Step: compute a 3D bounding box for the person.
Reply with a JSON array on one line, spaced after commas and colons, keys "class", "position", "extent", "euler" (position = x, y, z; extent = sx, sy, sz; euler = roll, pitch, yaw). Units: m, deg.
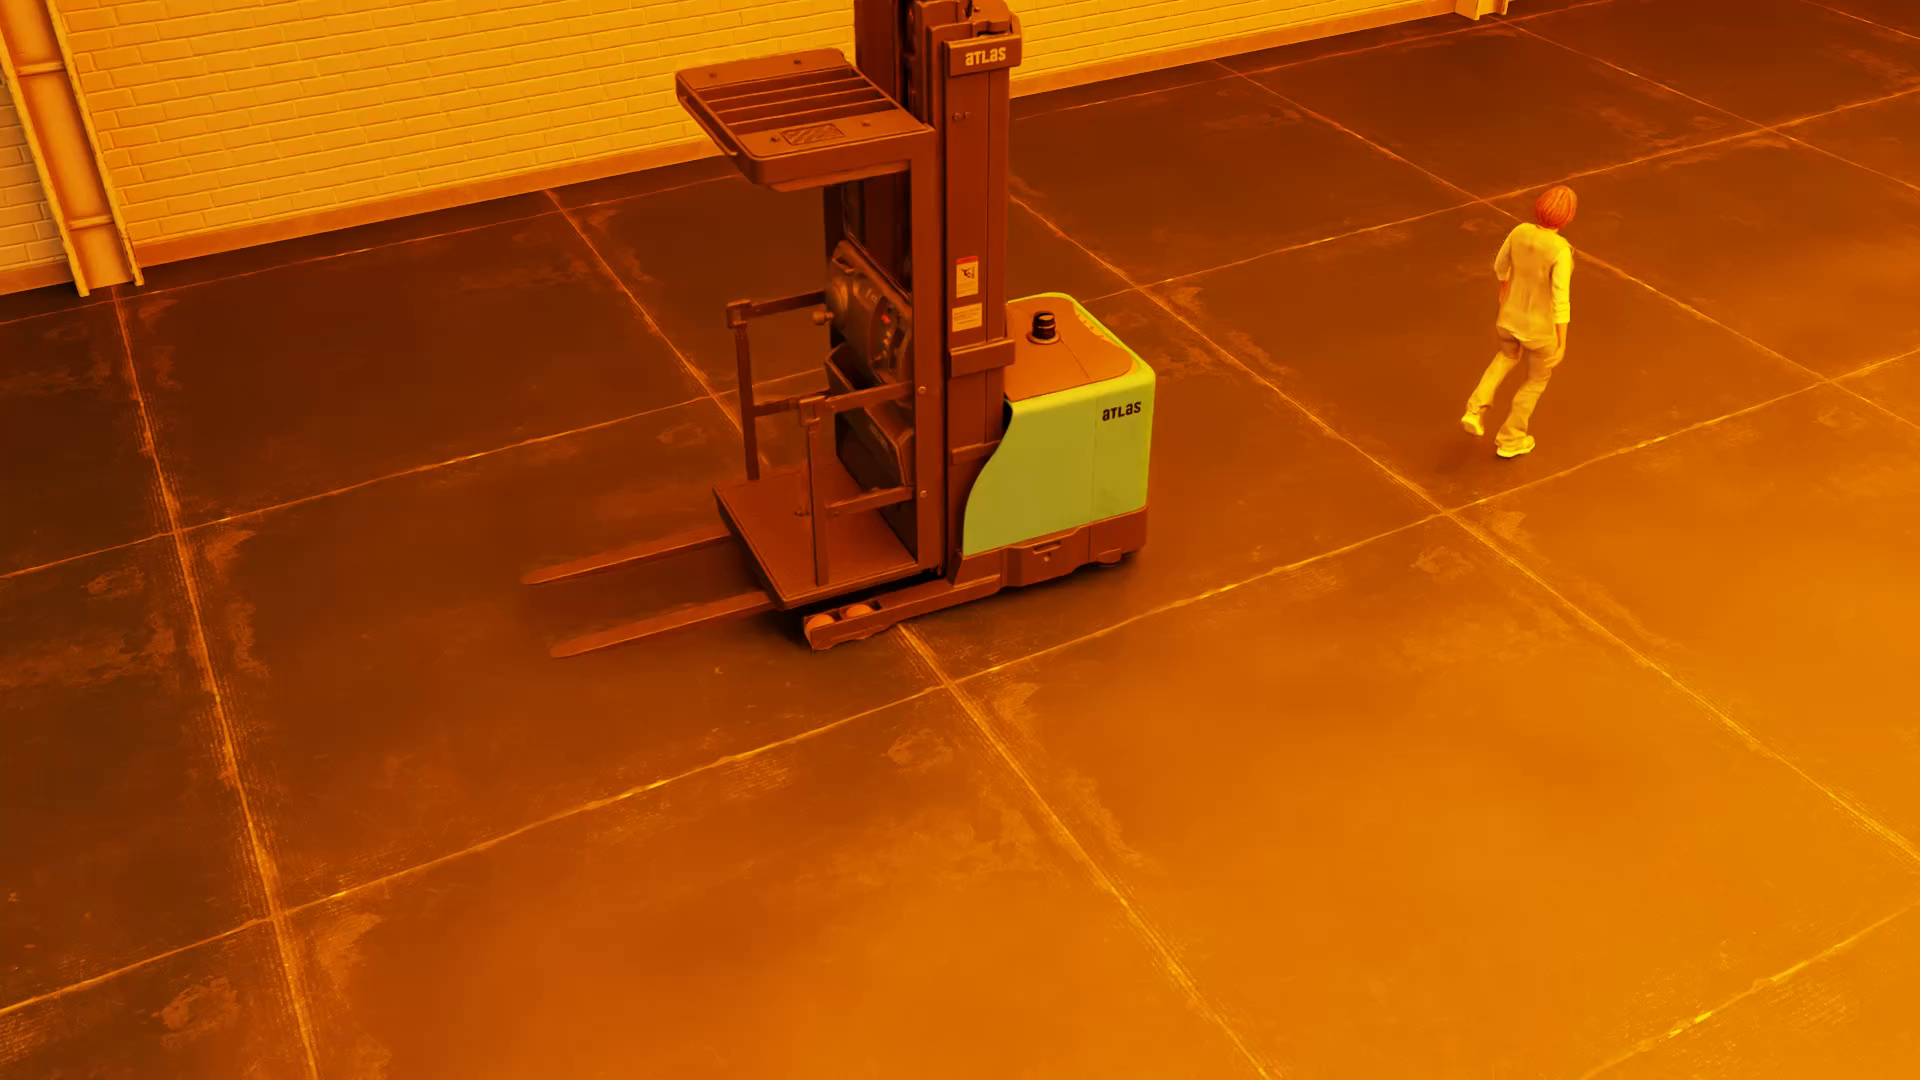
[{"class": "person", "position": [3.031, -1.143, 8.927], "extent": [0.444, 1.567, 0.600], "euler": [-24, 42, -30]}]

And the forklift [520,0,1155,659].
[{"class": "forklift", "position": [-0.607, -1.021, 7.568], "extent": [3.031, 2.935, 1.130], "euler": [-15, 38, -20]}]
